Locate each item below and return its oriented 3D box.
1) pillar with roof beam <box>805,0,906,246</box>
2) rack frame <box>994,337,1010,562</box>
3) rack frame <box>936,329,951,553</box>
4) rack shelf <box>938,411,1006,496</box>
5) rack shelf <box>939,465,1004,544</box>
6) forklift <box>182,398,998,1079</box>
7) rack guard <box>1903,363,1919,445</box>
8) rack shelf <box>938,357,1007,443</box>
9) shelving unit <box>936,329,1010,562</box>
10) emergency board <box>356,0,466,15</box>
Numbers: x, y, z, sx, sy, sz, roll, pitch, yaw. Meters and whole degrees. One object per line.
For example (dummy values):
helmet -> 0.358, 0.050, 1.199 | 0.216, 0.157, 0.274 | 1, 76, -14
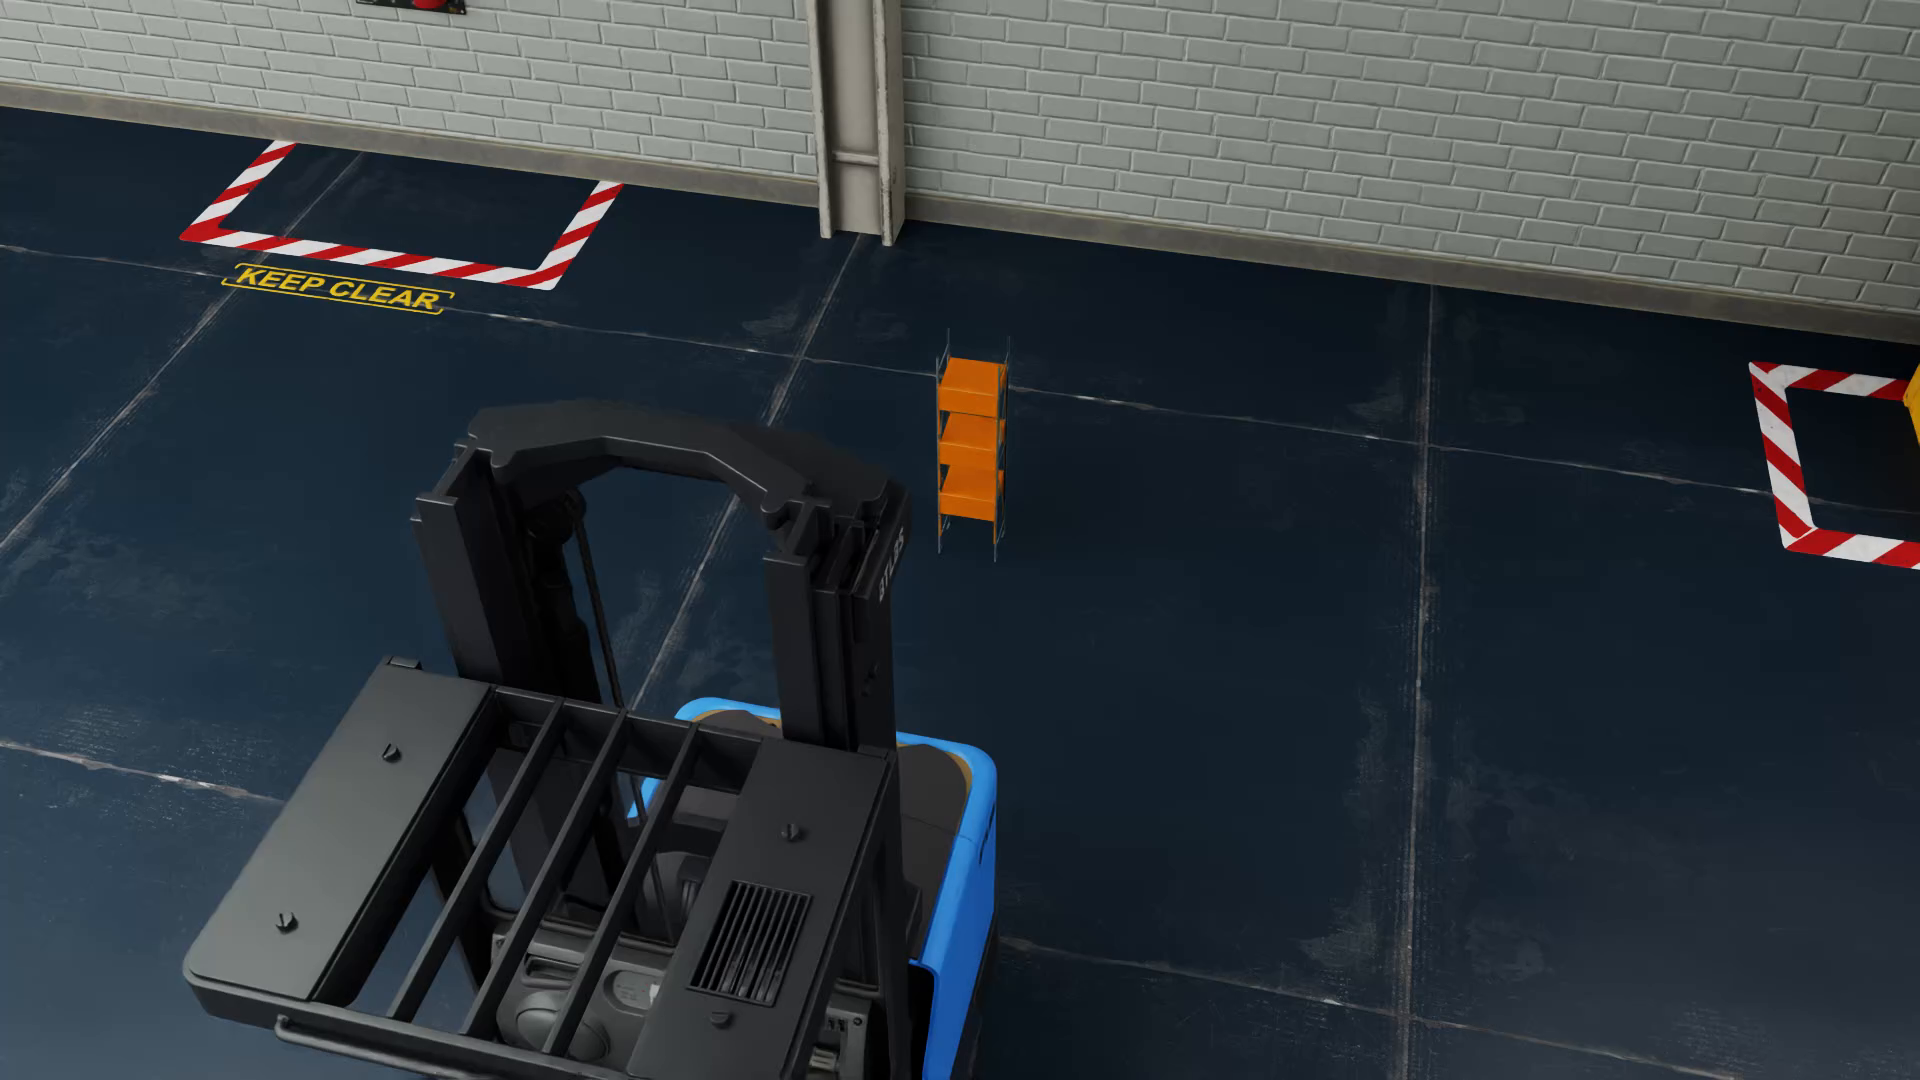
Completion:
pillar with roof beam -> -1.458, -2.023, 2.823 | 0.400, 9.000, 9.100 | 9, 45, 9
rack frame -> 0.171, -0.352, 6.818 | 0.008, 1.050, 0.200 | 9, 45, 9
rack frame -> -0.067, -0.389, 6.857 | 0.008, 1.050, 0.200 | 9, 45, 9
rack shelf -> 0.052, -0.363, 6.845 | 0.240, 0.259, 0.215 | 9, 45, 9
rack shelf -> 0.052, -0.162, 7.038 | 0.240, 0.259, 0.215 | 9, 45, 9
forklift -> -0.716, 1.265, 3.783 | 1.130, 2.935, 3.031 | 9, 45, 10
rack guard -> 4.539, -0.475, 7.343 | 0.348, 0.500, 1.175 | 9, 45, 9
rack shelf -> 0.052, -0.567, 6.648 | 0.240, 0.259, 0.215 | 9, 45, 9
shelving unit -> 0.052, -0.370, 6.838 | 0.252, 1.050, 0.215 | 9, 45, 9
emergency board -> -2.922, -3.175, 8.345 | 0.643, 1.169, 0.194 | 9, 45, 9
